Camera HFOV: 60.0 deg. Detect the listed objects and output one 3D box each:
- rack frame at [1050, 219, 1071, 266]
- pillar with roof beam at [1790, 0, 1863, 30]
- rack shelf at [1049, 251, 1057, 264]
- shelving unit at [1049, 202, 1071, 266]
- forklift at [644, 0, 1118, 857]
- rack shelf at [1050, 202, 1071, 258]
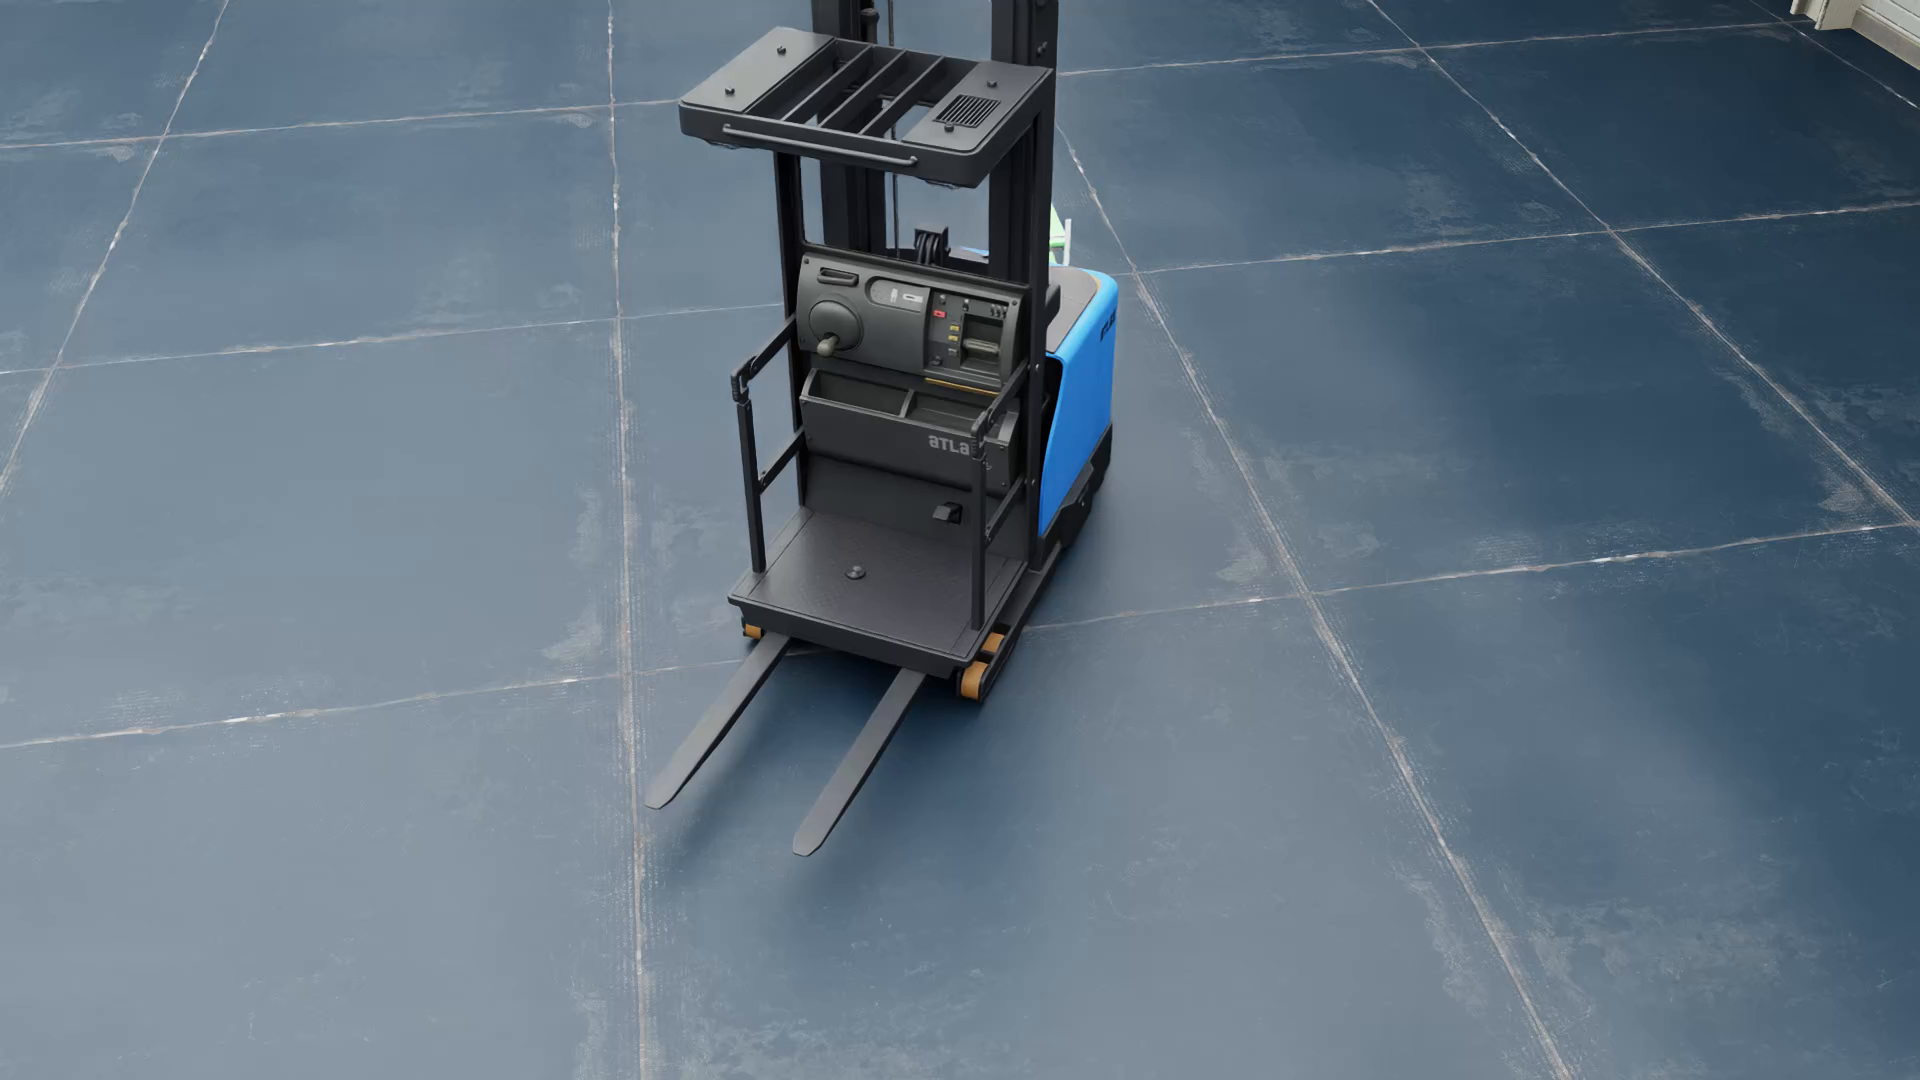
[{"bbox_3d":[0.392,-0.997,8.054,0.240,1.200,0.015,-5,38,-7],"label":"rack frame"},{"bbox_3d":[2.487,-7.152,9.621,9.100,9.000,0.400,-6,38,-8],"label":"pillar with roof beam"},{"bbox_3d":[0.355,-1.284,8.137,0.258,0.148,0.480,-5,38,-7],"label":"rack shelf"},{"bbox_3d":[0.355,-1.145,8.244,0.258,1.200,0.503,-5,38,-7],"label":"shelving unit"},{"bbox_3d":[-0.288,-0.789,6.376,1.130,2.935,3.031,14,40,17],"label":"forklift"},{"bbox_3d":[0.355,-1.474,7.990,0.258,0.148,0.480,-5,38,-7],"label":"rack shelf"}]
